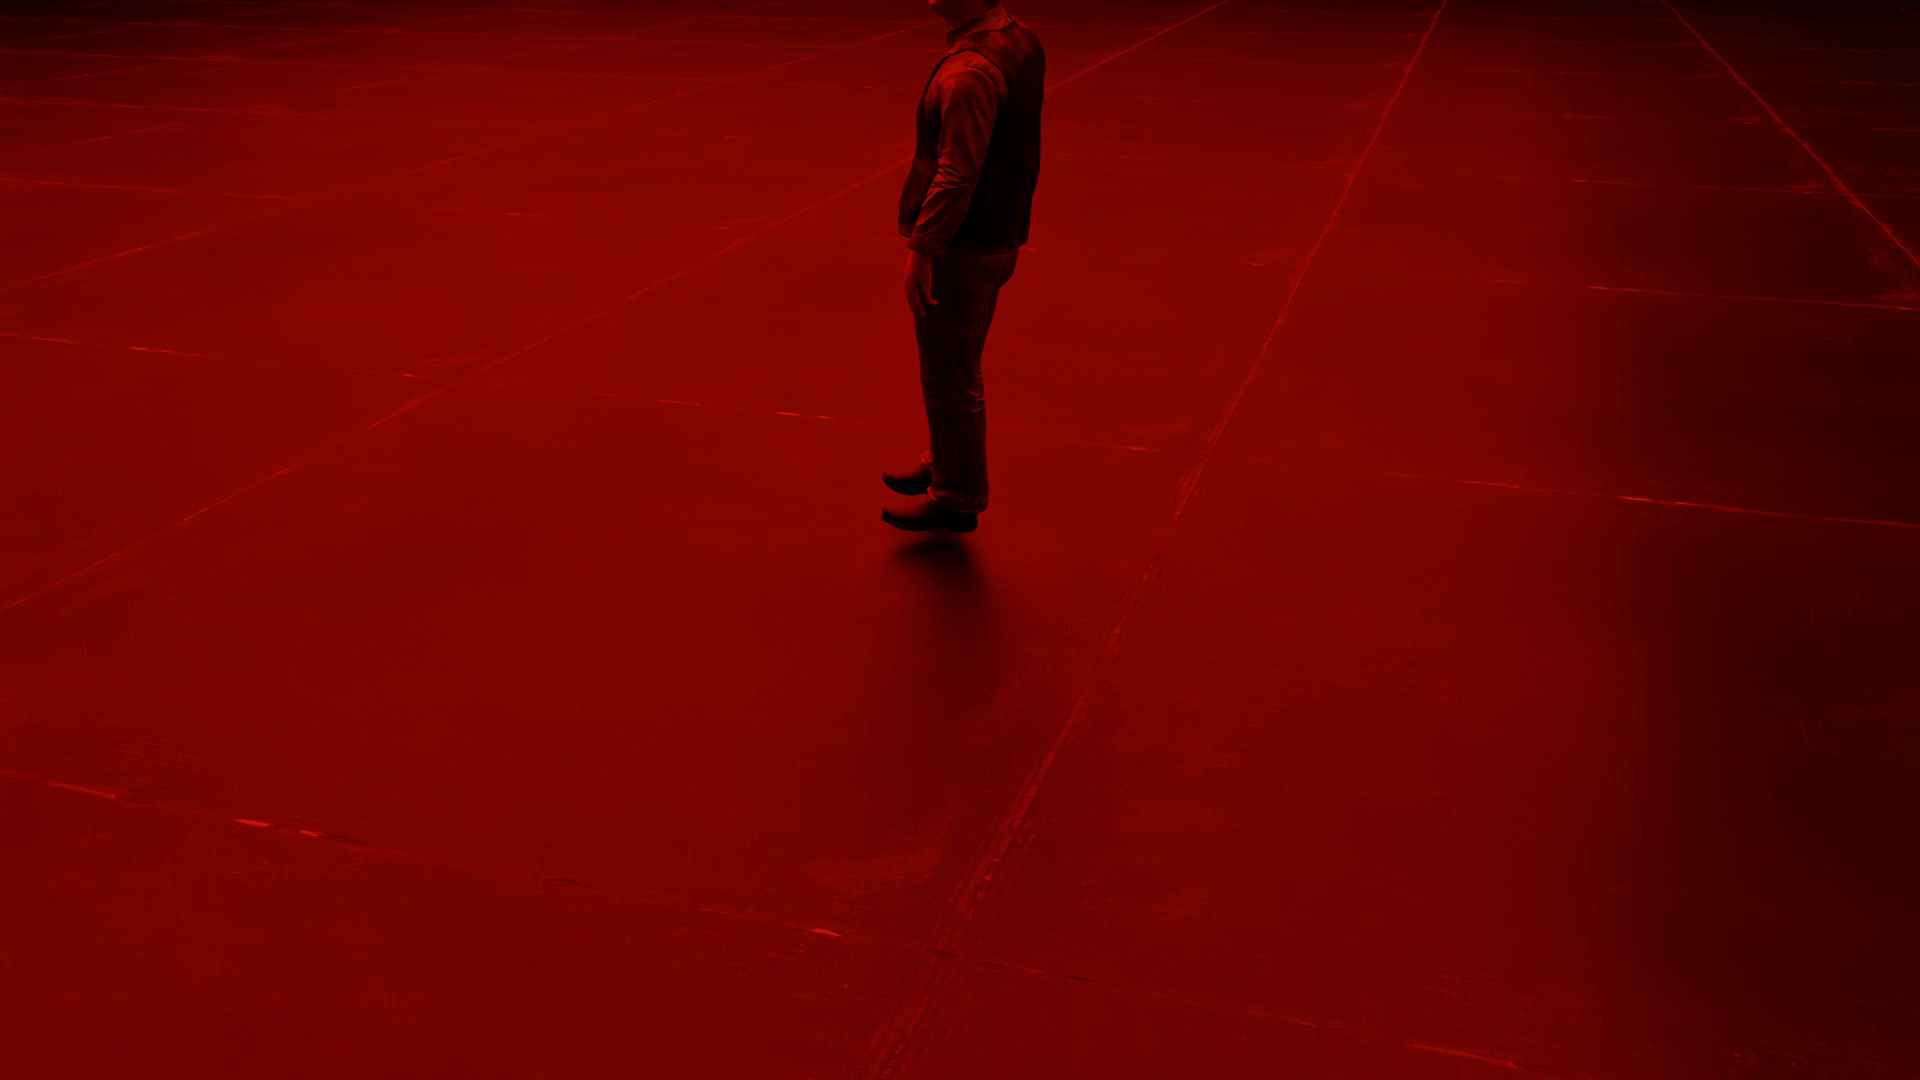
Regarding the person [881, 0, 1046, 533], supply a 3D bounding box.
[{"bbox_3d":[-0.056,-0.849,4.798,0.568,1.720,0.632,7,23,16],"label":"person"}]
